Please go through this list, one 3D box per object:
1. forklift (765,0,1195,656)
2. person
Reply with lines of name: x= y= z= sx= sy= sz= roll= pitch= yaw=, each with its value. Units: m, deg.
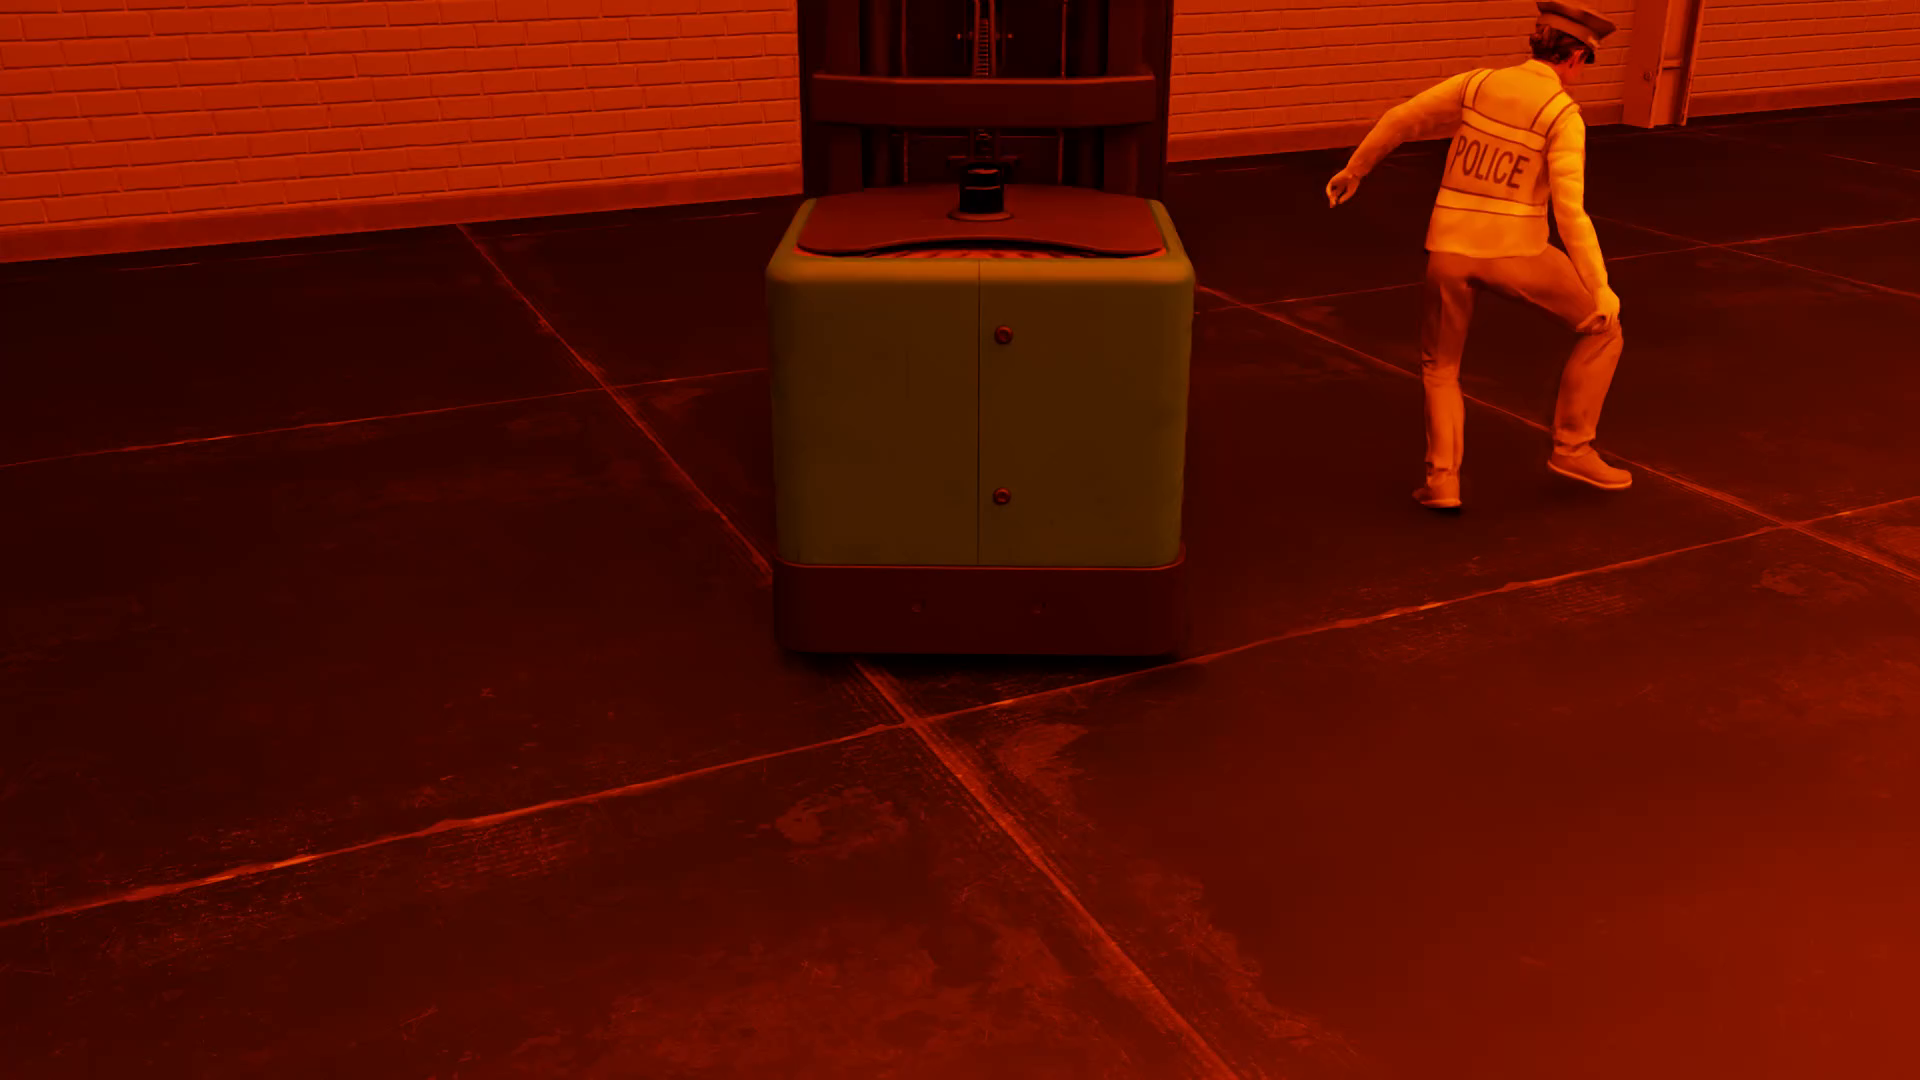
forklift: x=0.078 y=-1.577 z=5.082 sx=1.130 sy=2.935 sz=3.031 roll=0 pitch=23 yaw=1
person: x=1.622 y=-0.875 z=5.255 sx=1.060 sy=1.608 sz=0.539 roll=17 pitch=28 yaw=35
